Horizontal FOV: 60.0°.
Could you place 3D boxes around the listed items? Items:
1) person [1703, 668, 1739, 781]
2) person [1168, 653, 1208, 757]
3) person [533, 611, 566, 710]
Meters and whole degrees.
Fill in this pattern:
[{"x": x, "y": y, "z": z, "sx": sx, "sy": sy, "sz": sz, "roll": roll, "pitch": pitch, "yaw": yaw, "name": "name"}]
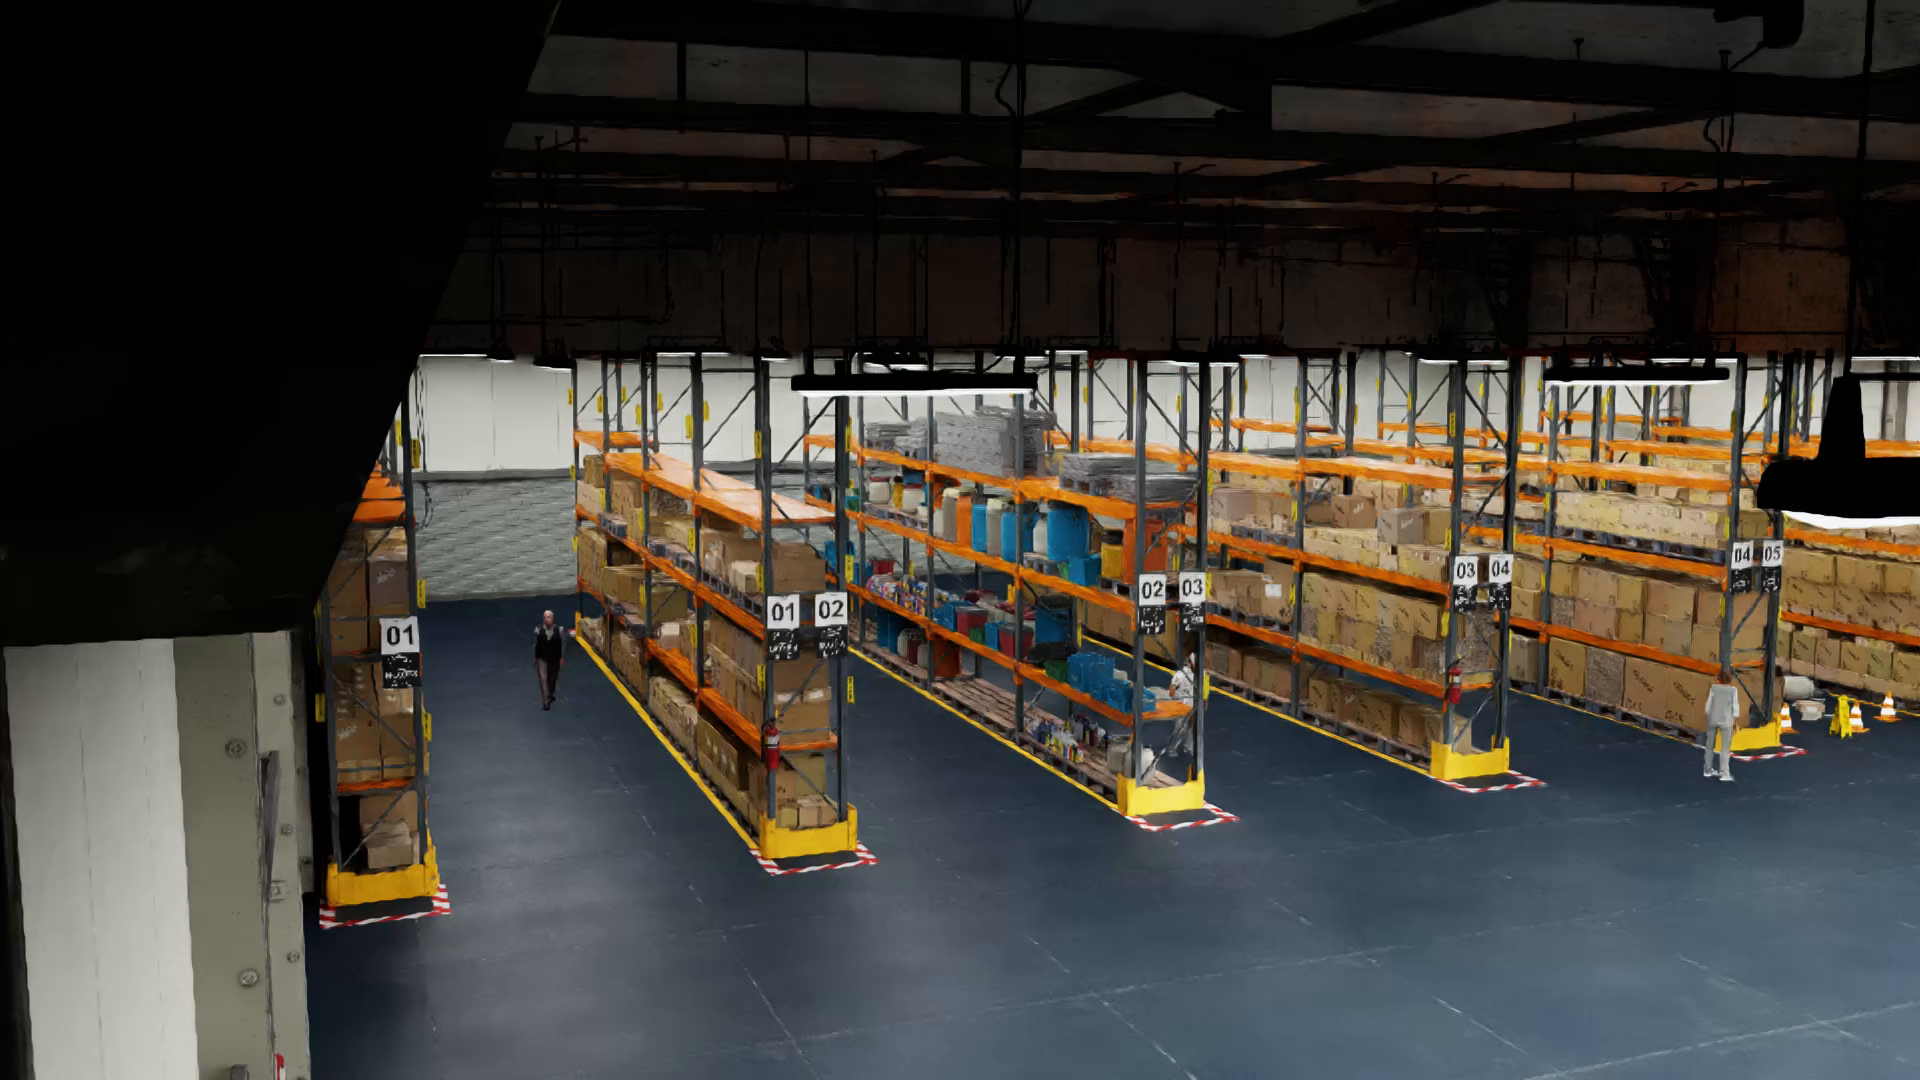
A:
[{"x": 10.791, "y": 2.603, "z": 23.577, "sx": 0.468, "sy": 1.600, "sz": 0.405, "roll": 5, "pitch": 9, "yaw": 37, "name": "person"}, {"x": 3.432, "y": 2.456, "z": 24.869, "sx": 0.625, "sy": 1.611, "sz": 0.582, "roll": -3, "pitch": 8, "yaw": -23, "name": "person"}, {"x": -6.952, "y": 2.002, "z": 28.210, "sx": 0.543, "sy": 1.649, "sz": 1.119, "roll": -3, "pitch": 8, "yaw": -23, "name": "person"}]
